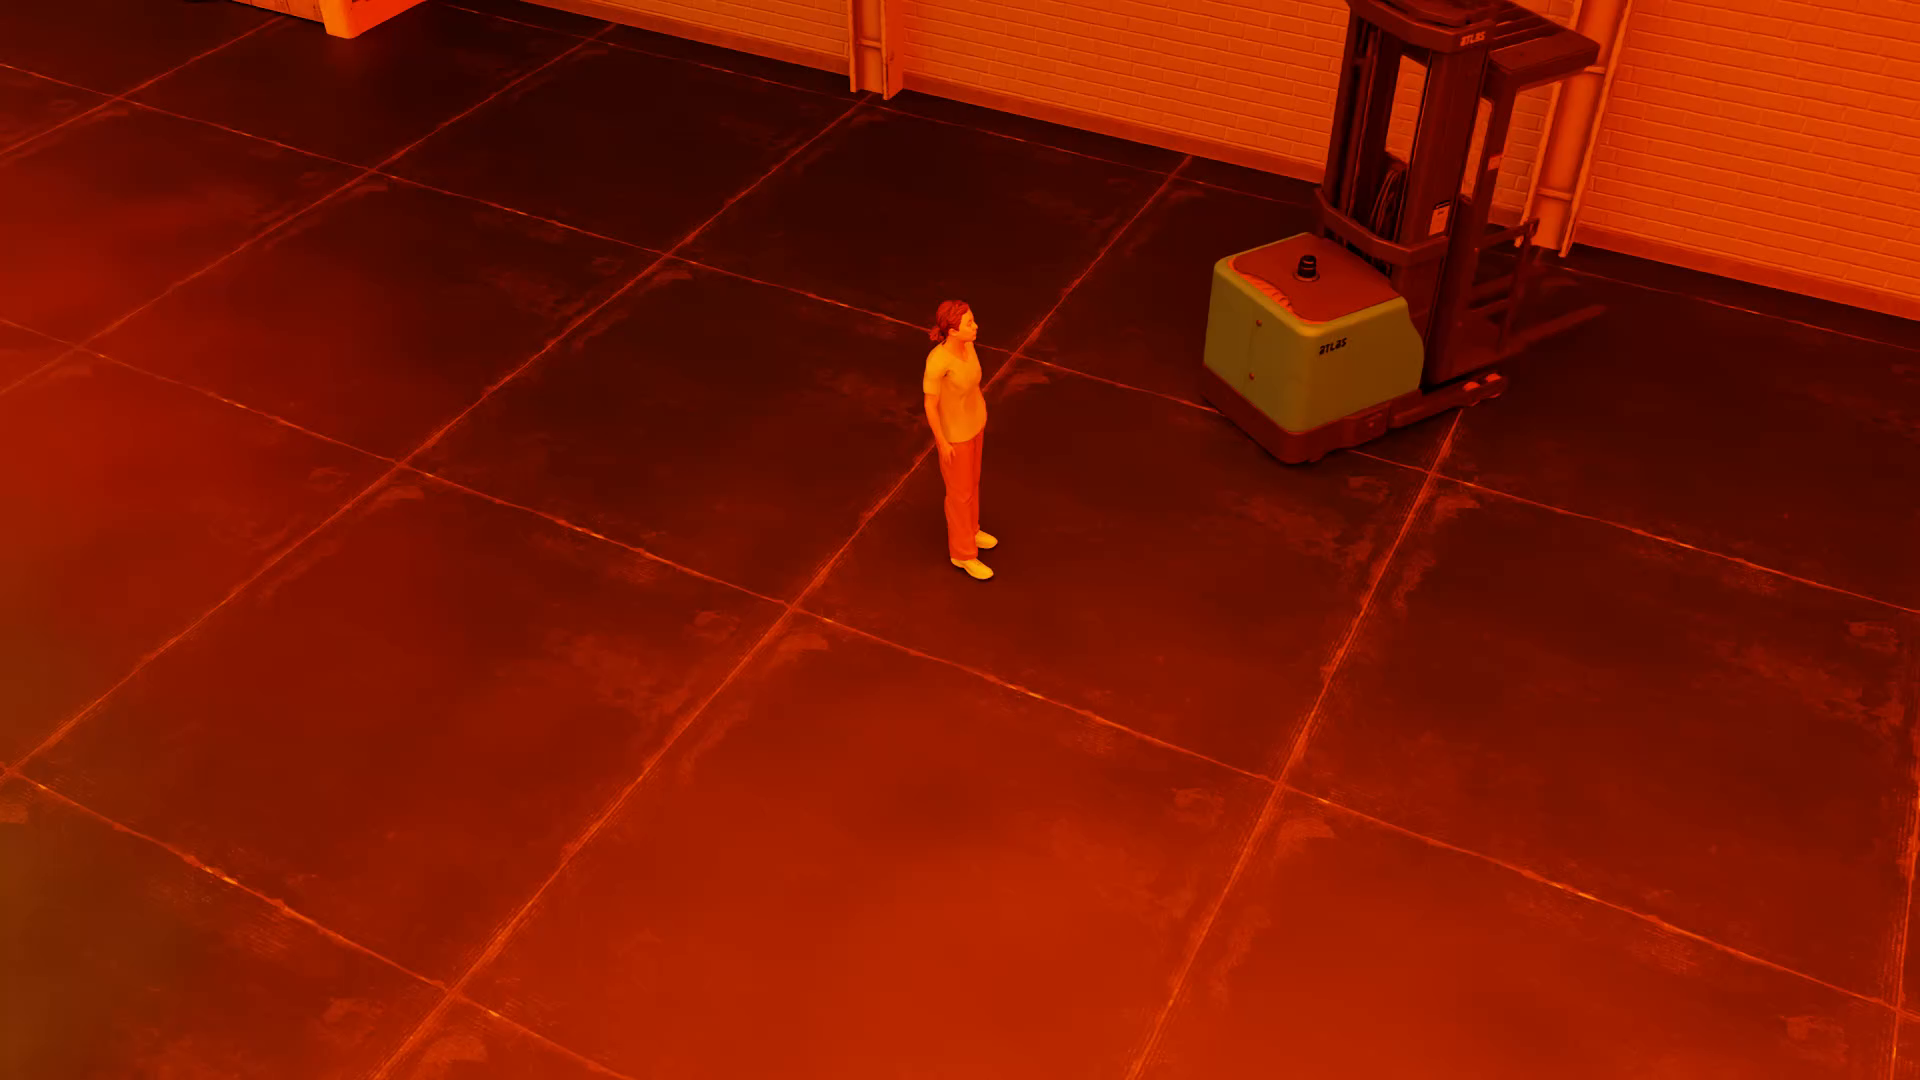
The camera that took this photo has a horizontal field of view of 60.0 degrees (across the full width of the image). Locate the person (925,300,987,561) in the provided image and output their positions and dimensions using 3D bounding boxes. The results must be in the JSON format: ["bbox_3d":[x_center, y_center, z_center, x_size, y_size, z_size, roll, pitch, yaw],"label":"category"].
[{"bbox_3d":[0.010,-0.666,9.689,0.427,1.609,0.535,18,43,21],"label":"person"}]

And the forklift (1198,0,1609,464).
[{"bbox_3d":[3.161,-2.309,10.728,3.031,2.935,1.130,-20,44,-22],"label":"forklift"}]
